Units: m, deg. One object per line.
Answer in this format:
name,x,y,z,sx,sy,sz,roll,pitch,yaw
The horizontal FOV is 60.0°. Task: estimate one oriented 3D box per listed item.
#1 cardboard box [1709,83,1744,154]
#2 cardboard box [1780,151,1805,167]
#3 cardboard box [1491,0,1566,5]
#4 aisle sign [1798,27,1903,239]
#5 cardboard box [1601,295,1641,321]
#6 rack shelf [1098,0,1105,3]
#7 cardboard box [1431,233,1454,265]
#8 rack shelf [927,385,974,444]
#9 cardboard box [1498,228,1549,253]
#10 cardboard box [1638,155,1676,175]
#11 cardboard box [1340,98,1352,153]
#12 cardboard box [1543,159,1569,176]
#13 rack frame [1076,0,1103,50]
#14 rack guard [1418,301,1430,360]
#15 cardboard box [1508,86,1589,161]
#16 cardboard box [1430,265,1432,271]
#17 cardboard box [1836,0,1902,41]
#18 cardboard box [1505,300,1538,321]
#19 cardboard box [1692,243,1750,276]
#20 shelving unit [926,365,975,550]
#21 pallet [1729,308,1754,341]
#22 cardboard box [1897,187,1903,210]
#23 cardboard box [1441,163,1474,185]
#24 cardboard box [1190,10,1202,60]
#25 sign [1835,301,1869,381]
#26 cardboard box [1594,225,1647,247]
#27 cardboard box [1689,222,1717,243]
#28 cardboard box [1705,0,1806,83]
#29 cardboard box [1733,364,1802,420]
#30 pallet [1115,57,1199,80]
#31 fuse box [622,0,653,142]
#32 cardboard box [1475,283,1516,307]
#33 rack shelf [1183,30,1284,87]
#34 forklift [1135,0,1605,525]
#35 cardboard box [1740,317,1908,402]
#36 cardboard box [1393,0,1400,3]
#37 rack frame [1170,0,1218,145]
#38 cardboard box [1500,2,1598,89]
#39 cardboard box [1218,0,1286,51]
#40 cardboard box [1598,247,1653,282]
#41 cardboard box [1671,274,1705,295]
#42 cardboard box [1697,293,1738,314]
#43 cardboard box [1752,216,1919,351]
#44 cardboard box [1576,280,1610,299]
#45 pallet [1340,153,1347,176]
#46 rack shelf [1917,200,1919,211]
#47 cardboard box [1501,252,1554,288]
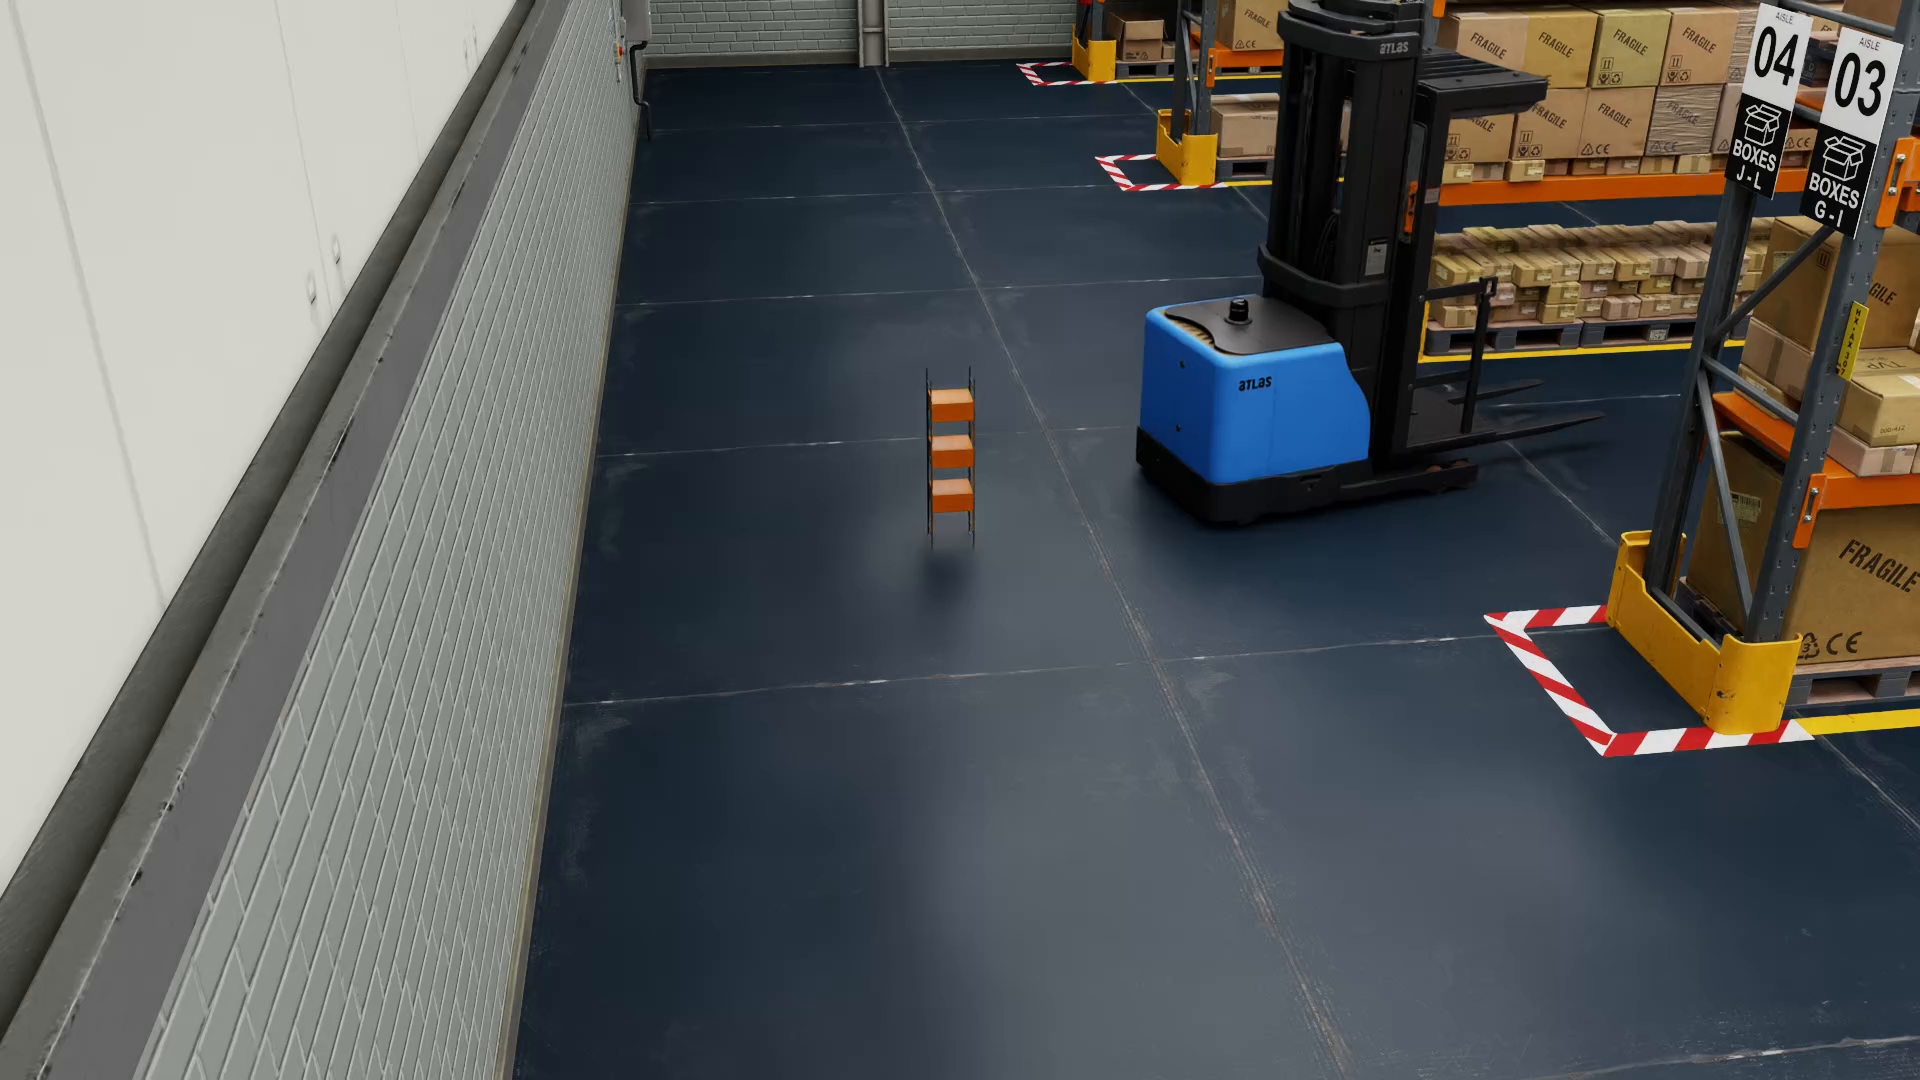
cardboard box,5.646,-3.133,12.135,0.500,0.500,0.500,-4,27,-7
cardboard box,6.065,-2.902,12.395,0.250,0.149,0.380,-4,27,-9
cardboard box,4.052,-3.719,12.183,0.500,0.500,0.500,-5,28,-9
aisle sign,3.693,-1.692,6.914,0.004,0.787,0.394,-4,27,-7
cardboard box,4.955,-1.806,12.647,0.250,0.149,0.380,-5,28,-10
rack shelf,3.627,-7.206,21.296,4.000,0.370,1.077,-4,27,-7
cardboard box,3.621,-2.255,12.871,0.250,0.149,0.380,-3,27,-7
rack shelf,-0.053,-0.707,9.379,0.240,0.259,0.215,-4,27,-7
cardboard box,4.382,-2.307,12.972,0.250,0.149,0.380,-5,28,-9
cardboard box,5.036,-2.807,12.210,0.250,0.149,0.380,-3,27,-5
cardboard box,3.887,-4.351,17.291,0.875,0.438,0.875,-3,27,-6
cardboard box,4.256,-2.791,12.179,0.250,0.149,0.380,-2,27,-5
rack frame,1.647,-7.399,20.884,0.127,3.000,1.000,-4,27,-7
rack guard,3.207,-1.817,12.743,0.348,0.500,1.175,-4,27,-7
cardboard box,4.141,-3.050,11.973,0.500,0.500,0.500,-4,27,-7
cardboard box,3.615,-2.137,12.967,0.250,0.149,0.380,-4,27,-8
cardboard box,4.230,-2.343,7.066,0.500,0.500,0.700,-5,28,-10
cardboard box,4.188,-1.804,12.642,0.250,0.149,0.380,-3,27,-7
cardboard box,5.761,-2.128,12.622,0.250,0.149,0.380,-5,28,-10
shelving unit,-0.053,-0.464,9.504,0.252,1.050,0.215,-4,27,-7
pallet,6.433,-1.879,13.181,1.213,0.211,1.003,-4,27,-7
cardboard box,7.795,-2.748,13.277,0.500,0.250,0.500,-4,27,-8
cardboard box,3.498,-2.685,11.972,0.250,0.149,0.380,-4,27,-8
cardboard box,3.118,-6.507,21.423,0.500,0.500,0.700,-3,27,-5
sign,3.794,-0.845,7.075,0.005,0.325,0.100,-4,27,-7
cardboard box,5.172,-2.345,13.047,0.250,0.149,0.380,-4,27,-7
cardboard box,5.943,-2.377,13.109,0.250,0.149,0.380,-4,27,-8
cardboard box,5.645,-3.587,11.923,0.500,0.500,0.500,-3,27,-6
cardboard box,4.030,-0.735,8.172,0.250,0.149,0.380,-3,27,-6
pallet,2.511,-6.214,21.630,1.213,0.211,1.003,-4,27,-7
fuse box,-3.387,-5.172,17.955,0.414,1.711,0.539,-4,27,-7
cardboard box,3.965,-1.884,12.473,0.250,0.149,0.380,-4,27,-7
rack shelf,4.323,-4.962,16.924,4.000,0.370,1.077,-4,27,-7
forklift,2.686,-1.809,10.066,3.031,2.935,1.130,-10,29,-19
cardboard box,4.166,-0.892,8.041,0.500,0.250,0.500,-4,27,-8
cardboard box,4.354,-5.209,16.507,0.500,0.500,0.500,-3,27,-5
rack frame,2.342,-5.155,16.512,0.127,3.000,1.000,-4,27,-7
cardboard box,4.112,-3.489,11.734,0.500,0.500,0.500,-3,27,-6
cardboard box,2.857,-5.101,16.295,0.500,0.500,0.500,-4,27,-8
cardboard box,4.998,-2.080,12.528,0.250,0.149,0.380,-3,27,-6
cardboard box,5.516,-2.013,12.725,0.250,0.149,0.380,-5,28,-10
cardboard box,5.727,-1.852,12.737,0.250,0.149,0.380,-4,27,-7
cardboard box,4.169,-1.224,7.868,0.500,0.500,0.500,-3,27,-6
cardboard box,4.714,-1.967,12.634,0.250,0.149,0.380,-5,28,-10
pallet,4.328,-4.077,17.465,1.213,0.211,1.003,-4,27,-7
rack shelf,9.073,-2.986,13.071,4.000,0.370,1.077,-4,27,-7
cardboard box,4.222,-2.017,12.406,0.250,0.149,0.380,-4,27,-7
